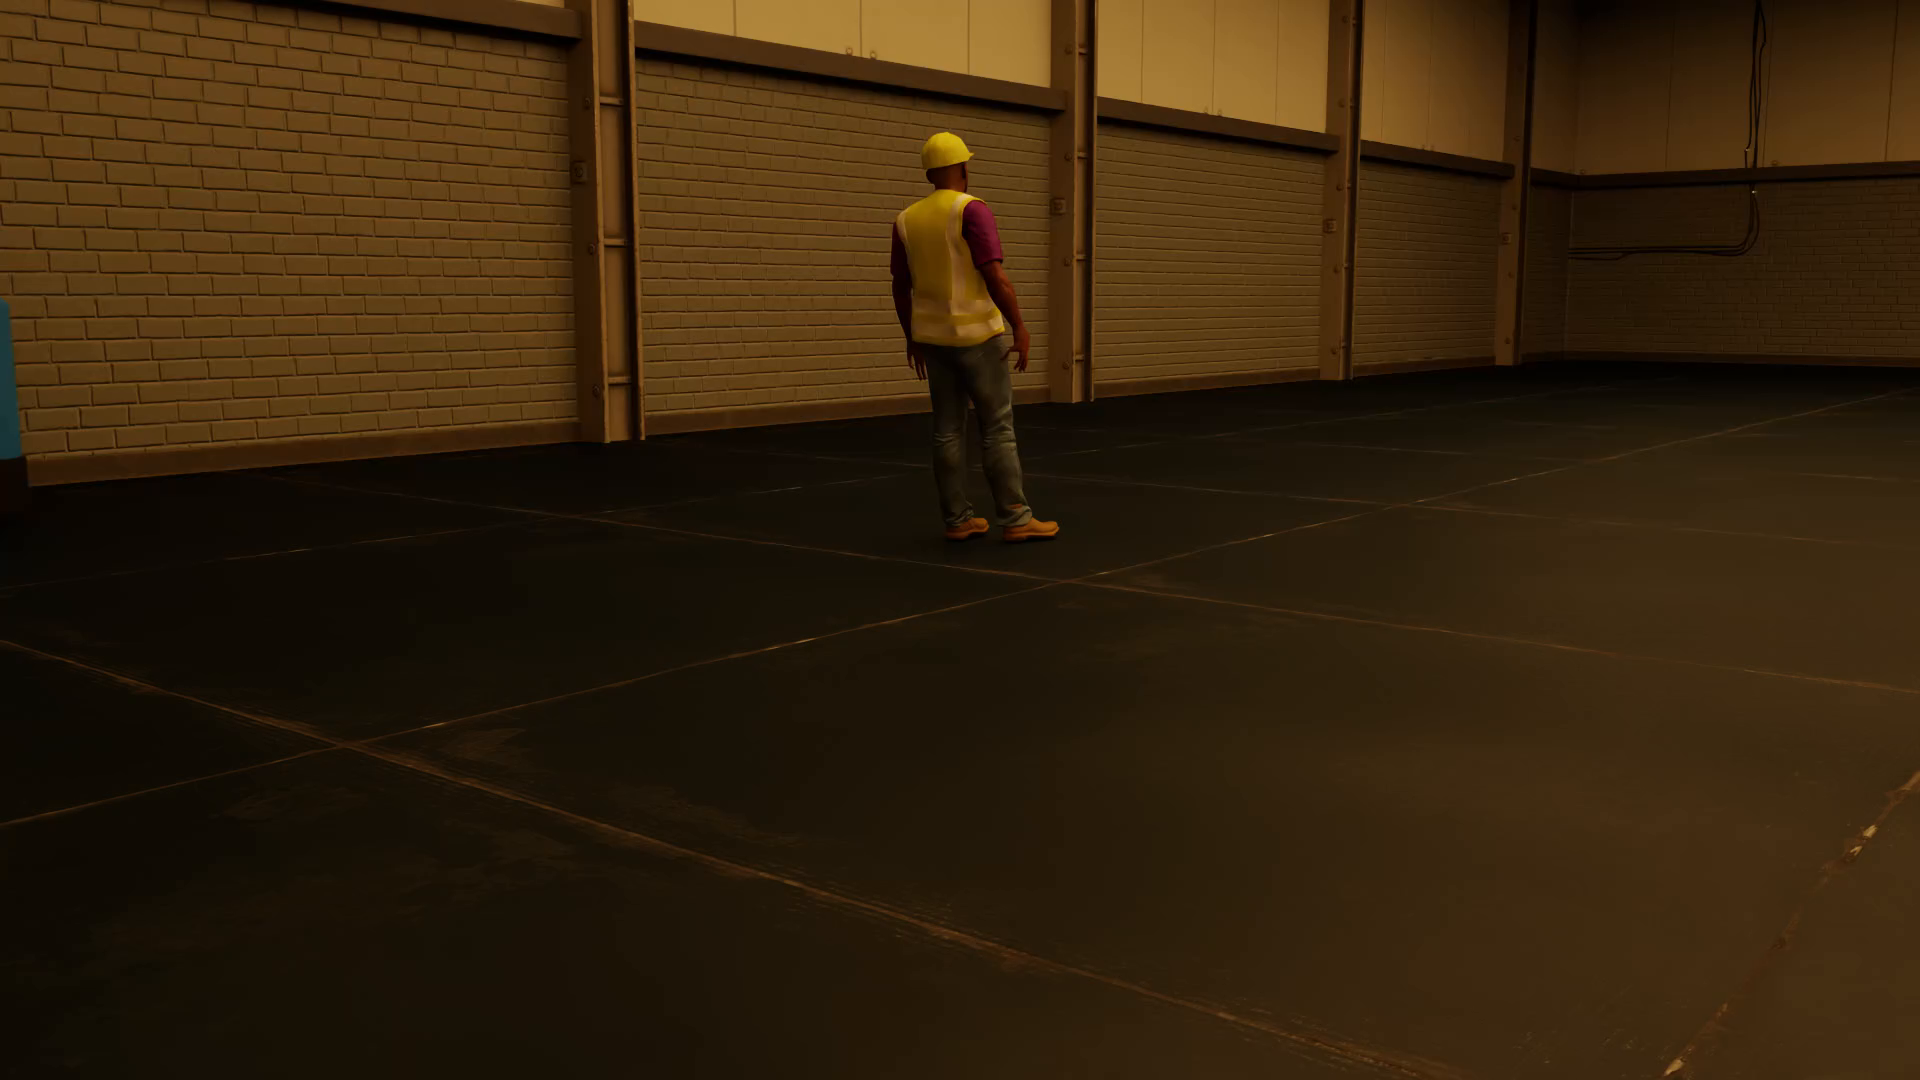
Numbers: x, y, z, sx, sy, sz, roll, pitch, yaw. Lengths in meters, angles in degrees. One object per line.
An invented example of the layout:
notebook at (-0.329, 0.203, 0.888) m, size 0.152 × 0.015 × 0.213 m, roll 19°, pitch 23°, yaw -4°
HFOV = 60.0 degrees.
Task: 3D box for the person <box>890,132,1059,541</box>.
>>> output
person at (0.049, -0.888, 7.325) m, size 0.665 × 1.765 × 0.577 m, roll 7°, pitch 11°, yaw 38°

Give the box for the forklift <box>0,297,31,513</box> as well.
forklift at (-6.011, -1.486, 7.438) m, size 3.031 × 2.935 × 1.130 m, roll 0°, pitch 8°, yaw 3°
